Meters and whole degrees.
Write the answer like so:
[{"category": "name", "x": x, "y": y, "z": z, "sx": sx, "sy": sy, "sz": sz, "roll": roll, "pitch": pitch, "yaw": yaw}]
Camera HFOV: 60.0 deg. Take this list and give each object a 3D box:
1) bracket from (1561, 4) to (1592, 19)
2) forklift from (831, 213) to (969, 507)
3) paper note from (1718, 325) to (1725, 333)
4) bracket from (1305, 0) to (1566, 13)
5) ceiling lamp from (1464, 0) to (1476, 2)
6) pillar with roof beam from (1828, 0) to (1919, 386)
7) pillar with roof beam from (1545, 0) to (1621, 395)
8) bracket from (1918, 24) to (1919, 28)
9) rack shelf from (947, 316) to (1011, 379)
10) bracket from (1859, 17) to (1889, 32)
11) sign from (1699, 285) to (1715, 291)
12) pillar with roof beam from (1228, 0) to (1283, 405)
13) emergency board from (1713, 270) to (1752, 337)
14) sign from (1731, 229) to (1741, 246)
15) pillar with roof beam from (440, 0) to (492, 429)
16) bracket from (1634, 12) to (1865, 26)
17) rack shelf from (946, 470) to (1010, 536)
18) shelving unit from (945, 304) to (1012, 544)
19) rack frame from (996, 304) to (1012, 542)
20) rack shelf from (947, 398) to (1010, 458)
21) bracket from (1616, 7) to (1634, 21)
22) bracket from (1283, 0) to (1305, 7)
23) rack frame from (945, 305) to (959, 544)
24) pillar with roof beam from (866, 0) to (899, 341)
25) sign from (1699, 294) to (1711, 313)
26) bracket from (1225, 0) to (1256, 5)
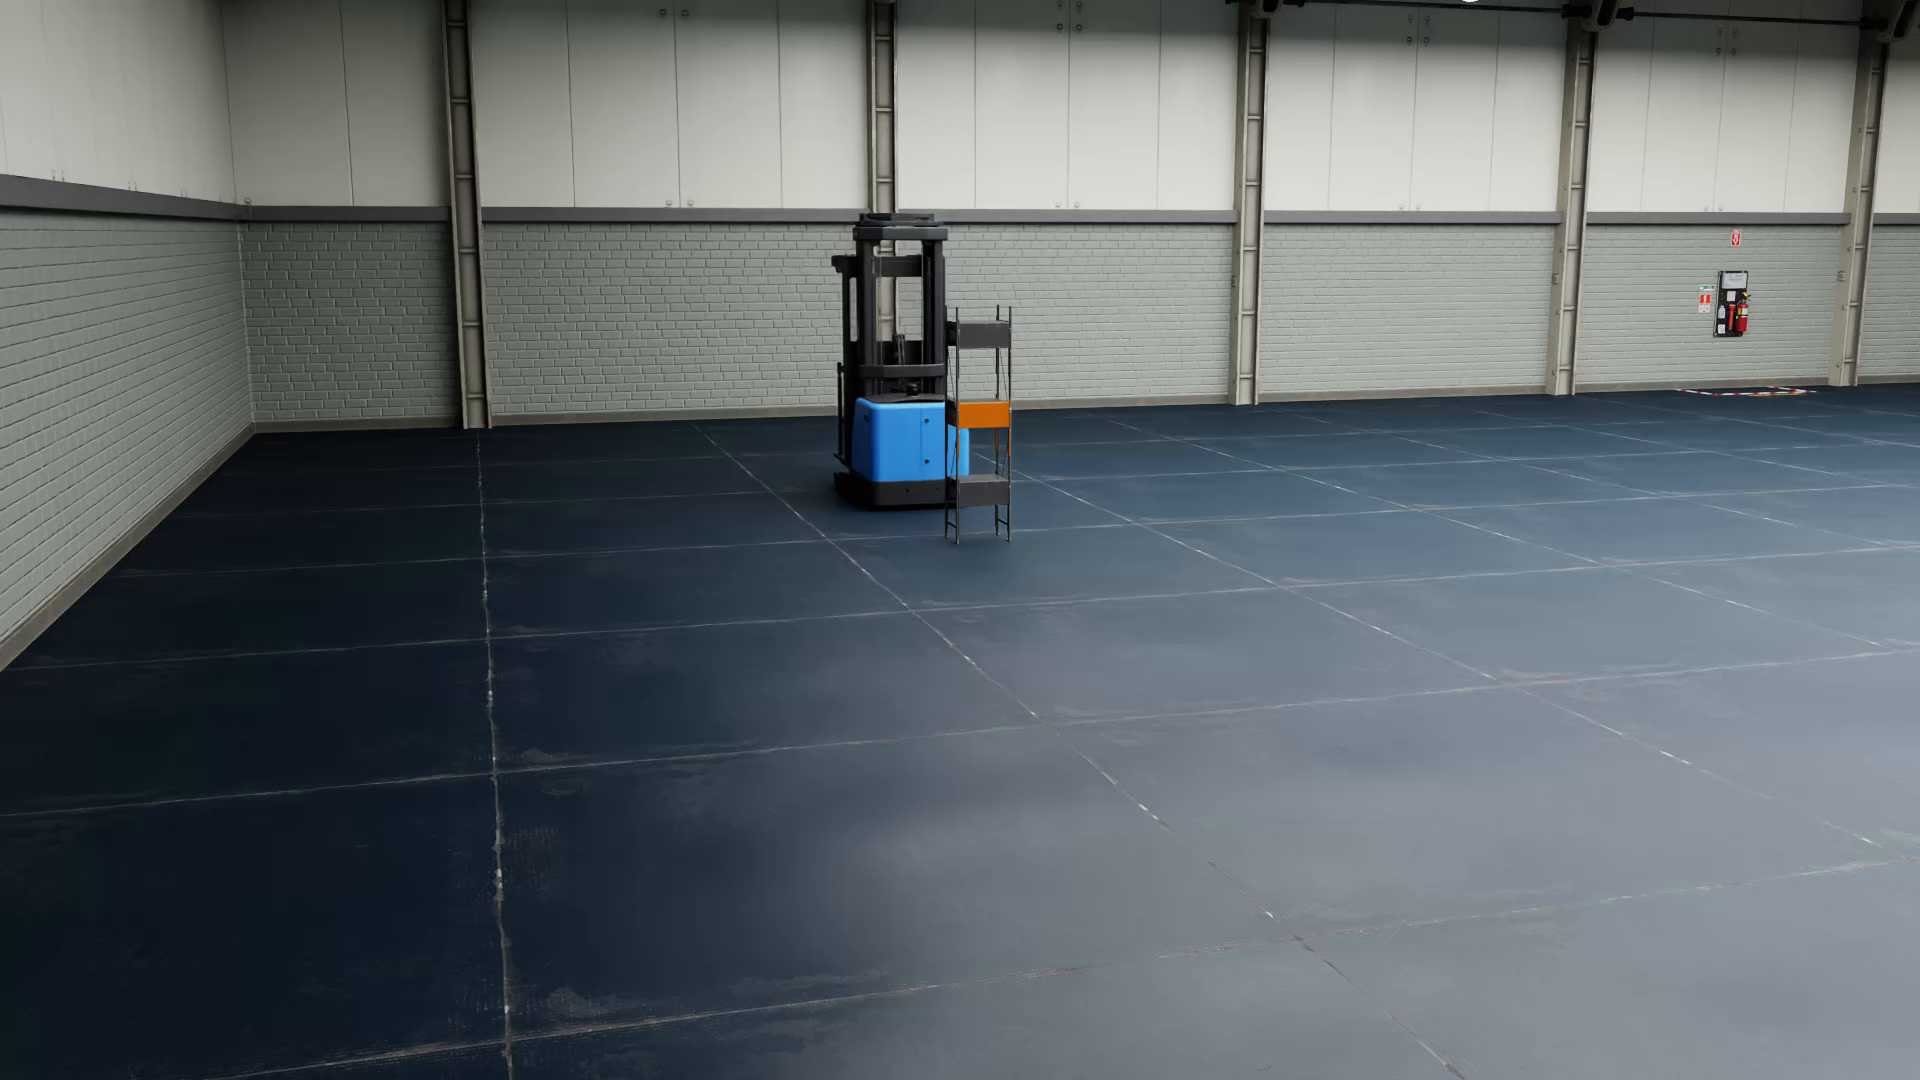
[{"category": "bracket", "x": 10.072, "y": -8.640, "z": 27.180, "sx": 0.430, "sy": 0.232, "sz": 0.235, "roll": -3, "pitch": 11, "yaw": -16}, {"category": "forklift", "x": -0.753, "y": -1.995, "z": 17.786, "sx": 1.130, "sy": 2.935, "sz": 3.031, "roll": -3, "pitch": 11, "yaw": -14}, {"category": "paper note", "x": 13.560, "y": -3.757, "z": 29.600, "sx": 0.142, "sy": 0.148, "sz": 0.016, "roll": -3, "pitch": 11, "yaw": -16}, {"category": "bracket", "x": 7.582, "y": -8.508, "z": 26.467, "sx": 4.783, "sy": 0.066, "sz": 0.076, "roll": -3, "pitch": 11, "yaw": -16}, {"category": "ceiling lamp", "x": 7.175, "y": -7.173, "z": 21.715, "sx": 0.237, "sy": 0.041, "sz": 1.941, "roll": -3, "pitch": 11, "yaw": -16}, {"category": "pillar with roof beam", "x": 17.336, "y": -6.507, "z": 25.539, "sx": 0.548, "sy": 9.000, "sz": 9.100, "roll": -3, "pitch": 11, "yaw": -16}, {"category": "pillar with roof beam", "x": 11.575, "y": -6.204, "z": 23.890, "sx": 0.548, "sy": 9.000, "sz": 9.100, "roll": -3, "pitch": 11, "yaw": -16}, {"category": "bracket", "x": 19.104, "y": -9.116, "z": 29.766, "sx": 4.783, "sy": 0.066, "sz": 0.076, "roll": -3, "pitch": 11, "yaw": -16}, {"category": "rack shelf", "x": 0.159, "y": -1.716, "z": 14.778, "sx": 0.480, "sy": 0.518, "sz": 0.431, "roll": -3, "pitch": 11, "yaw": -16}, {"category": "bracket", "x": 15.833, "y": -8.943, "z": 28.829, "sx": 0.430, "sy": 0.232, "sz": 0.235, "roll": -3, "pitch": 11, "yaw": -16}, {"category": "sign", "x": 13.196, "y": -4.454, "z": 29.391, "sx": 0.331, "sy": 0.109, "sz": 0.001, "roll": -3, "pitch": 11, "yaw": -16}, {"category": "pillar with roof beam", "x": 5.814, "y": -5.900, "z": 22.241, "sx": 0.548, "sy": 9.000, "sz": 9.100, "roll": -3, "pitch": 11, "yaw": -16}, {"category": "emergency board", "x": 13.749, "y": -4.187, "z": 29.504, "sx": 0.643, "sy": 1.169, "sz": 0.194, "roll": -3, "pitch": 11, "yaw": -16}, {"category": "sign", "x": 13.714, "y": -5.344, "z": 29.386, "sx": 0.199, "sy": 0.298, "sz": 0.001, "roll": -3, "pitch": 11, "yaw": -16}, {"category": "pillar with roof beam", "x": -5.708, "y": -5.293, "z": 18.942, "sx": 0.400, "sy": 9.000, "sz": 9.100, "roll": -3, "pitch": 11, "yaw": -16}, {"category": "bracket", "x": 13.343, "y": -8.812, "z": 28.116, "sx": 4.783, "sy": 0.066, "sz": 0.076, "roll": -3, "pitch": 11, "yaw": -16}, {"category": "rack shelf", "x": 0.159, "y": -0.339, "z": 15.031, "sx": 0.480, "sy": 0.518, "sz": 0.431, "roll": -3, "pitch": 11, "yaw": -16}, {"category": "shelving unit", "x": 0.159, "y": -1.041, "z": 14.902, "sx": 0.503, "sy": 2.100, "sz": 0.431, "roll": -3, "pitch": 11, "yaw": -16}, {"category": "rack frame", "x": 0.393, "y": -1.053, "z": 14.969, "sx": 0.015, "sy": 2.100, "sz": 0.400, "roll": -3, "pitch": 11, "yaw": -16}, {"category": "rack shelf", "x": 0.159, "y": -1.028, "z": 14.904, "sx": 0.480, "sy": 0.518, "sz": 0.431, "roll": -3, "pitch": 11, "yaw": -16}, {"category": "bracket", "x": 10.869, "y": -8.682, "z": 27.408, "sx": 0.430, "sy": 0.232, "sz": 0.235, "roll": -3, "pitch": 11, "yaw": -16}, {"category": "bracket", "x": 5.108, "y": -8.378, "z": 25.759, "sx": 0.430, "sy": 0.232, "sz": 0.235, "roll": -3, "pitch": 11, "yaw": -16}, {"category": "rack frame", "x": -0.075, "y": -1.029, "z": 14.835, "sx": 0.015, "sy": 2.100, "sz": 0.400, "roll": -3, "pitch": 11, "yaw": -16}, {"category": "pillar with roof beam", "x": 0.053, "y": -5.596, "z": 20.591, "sx": 0.548, "sy": 9.000, "sz": 9.100, "roll": -3, "pitch": 11, "yaw": -16}, {"category": "sign", "x": 13.189, "y": -4.194, "z": 29.446, "sx": 0.234, "sy": 0.329, "sz": 0.001, "roll": -3, "pitch": 11, "yaw": -16}, {"category": "bracket", "x": 4.311, "y": -8.336, "z": 25.530, "sx": 0.430, "sy": 0.232, "sz": 0.235, "roll": -3, "pitch": 11, "yaw": -16}]
